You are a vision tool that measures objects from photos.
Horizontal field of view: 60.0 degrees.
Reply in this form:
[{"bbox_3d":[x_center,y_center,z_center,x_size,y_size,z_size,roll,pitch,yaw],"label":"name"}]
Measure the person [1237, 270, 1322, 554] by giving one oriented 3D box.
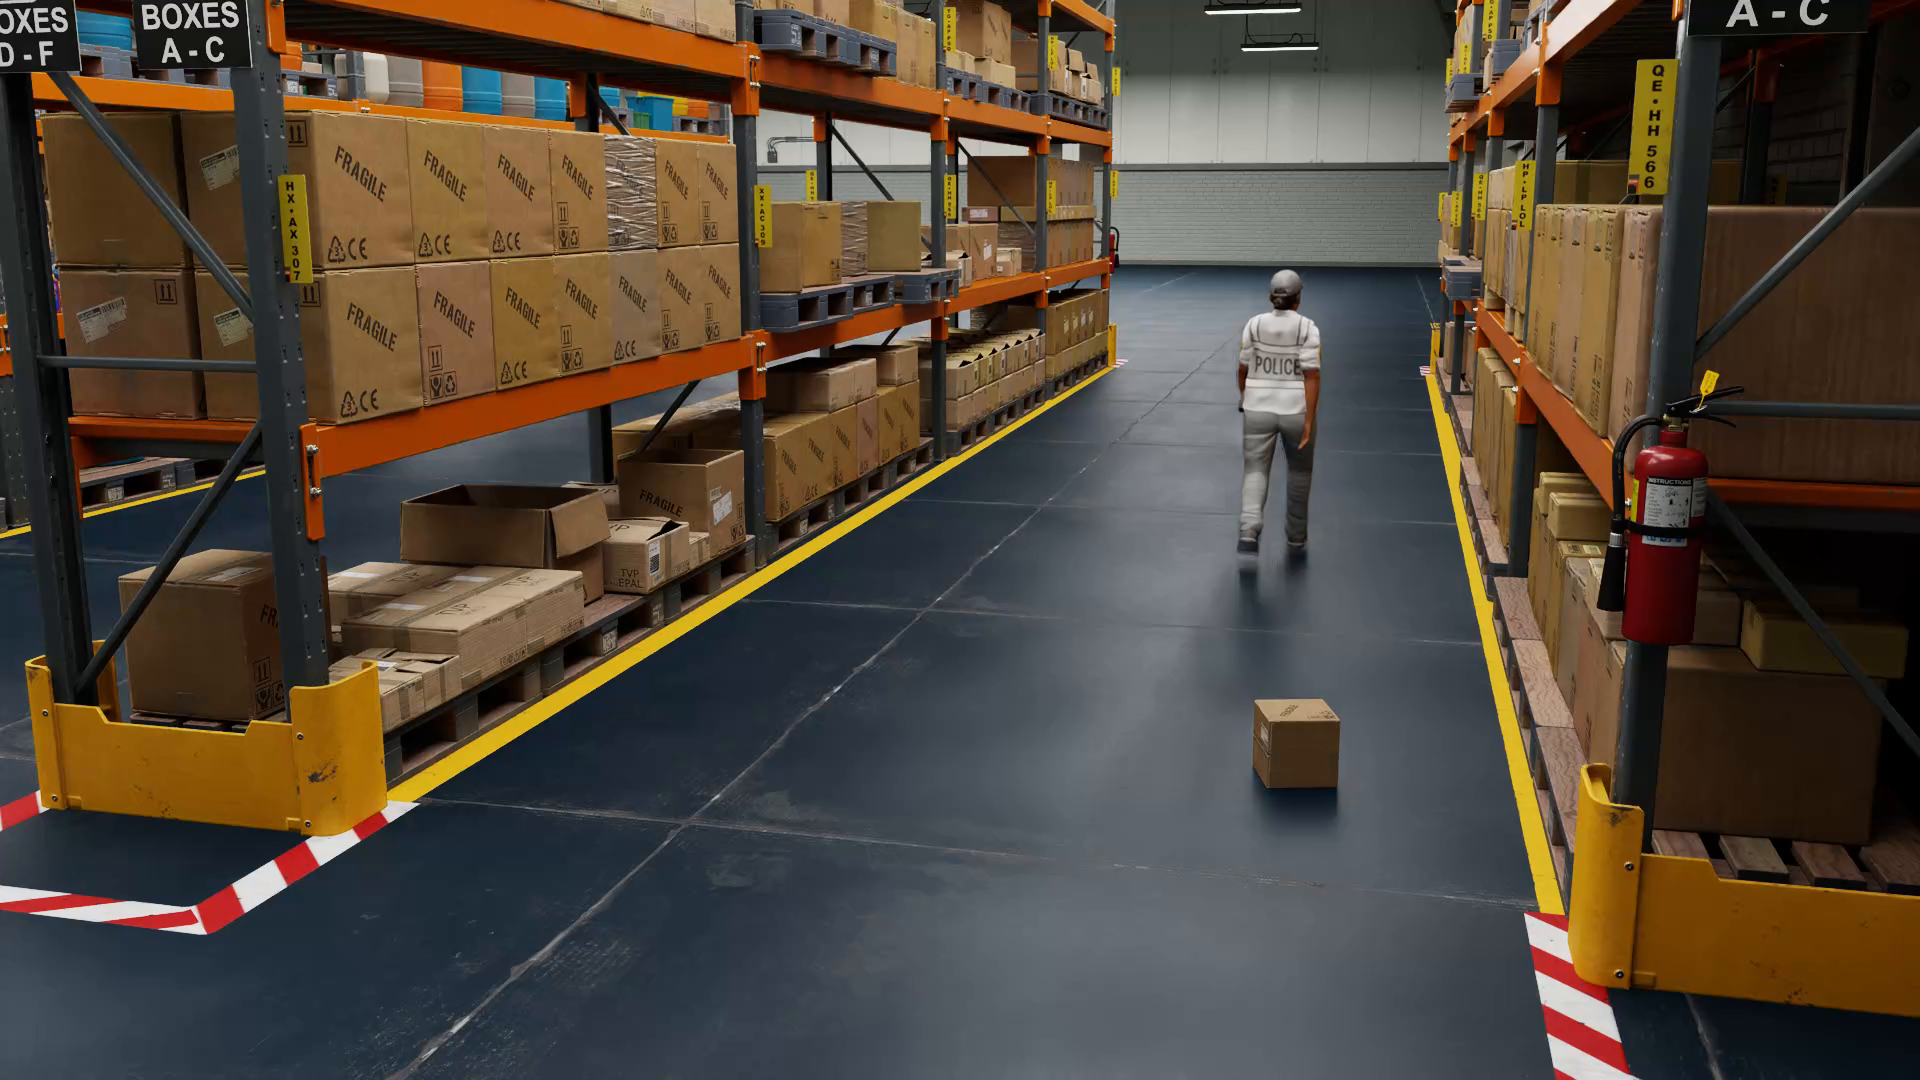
[{"bbox_3d":[1.801,-0.717,9.431,0.472,1.616,0.983,3,12,15],"label":"person"}]
